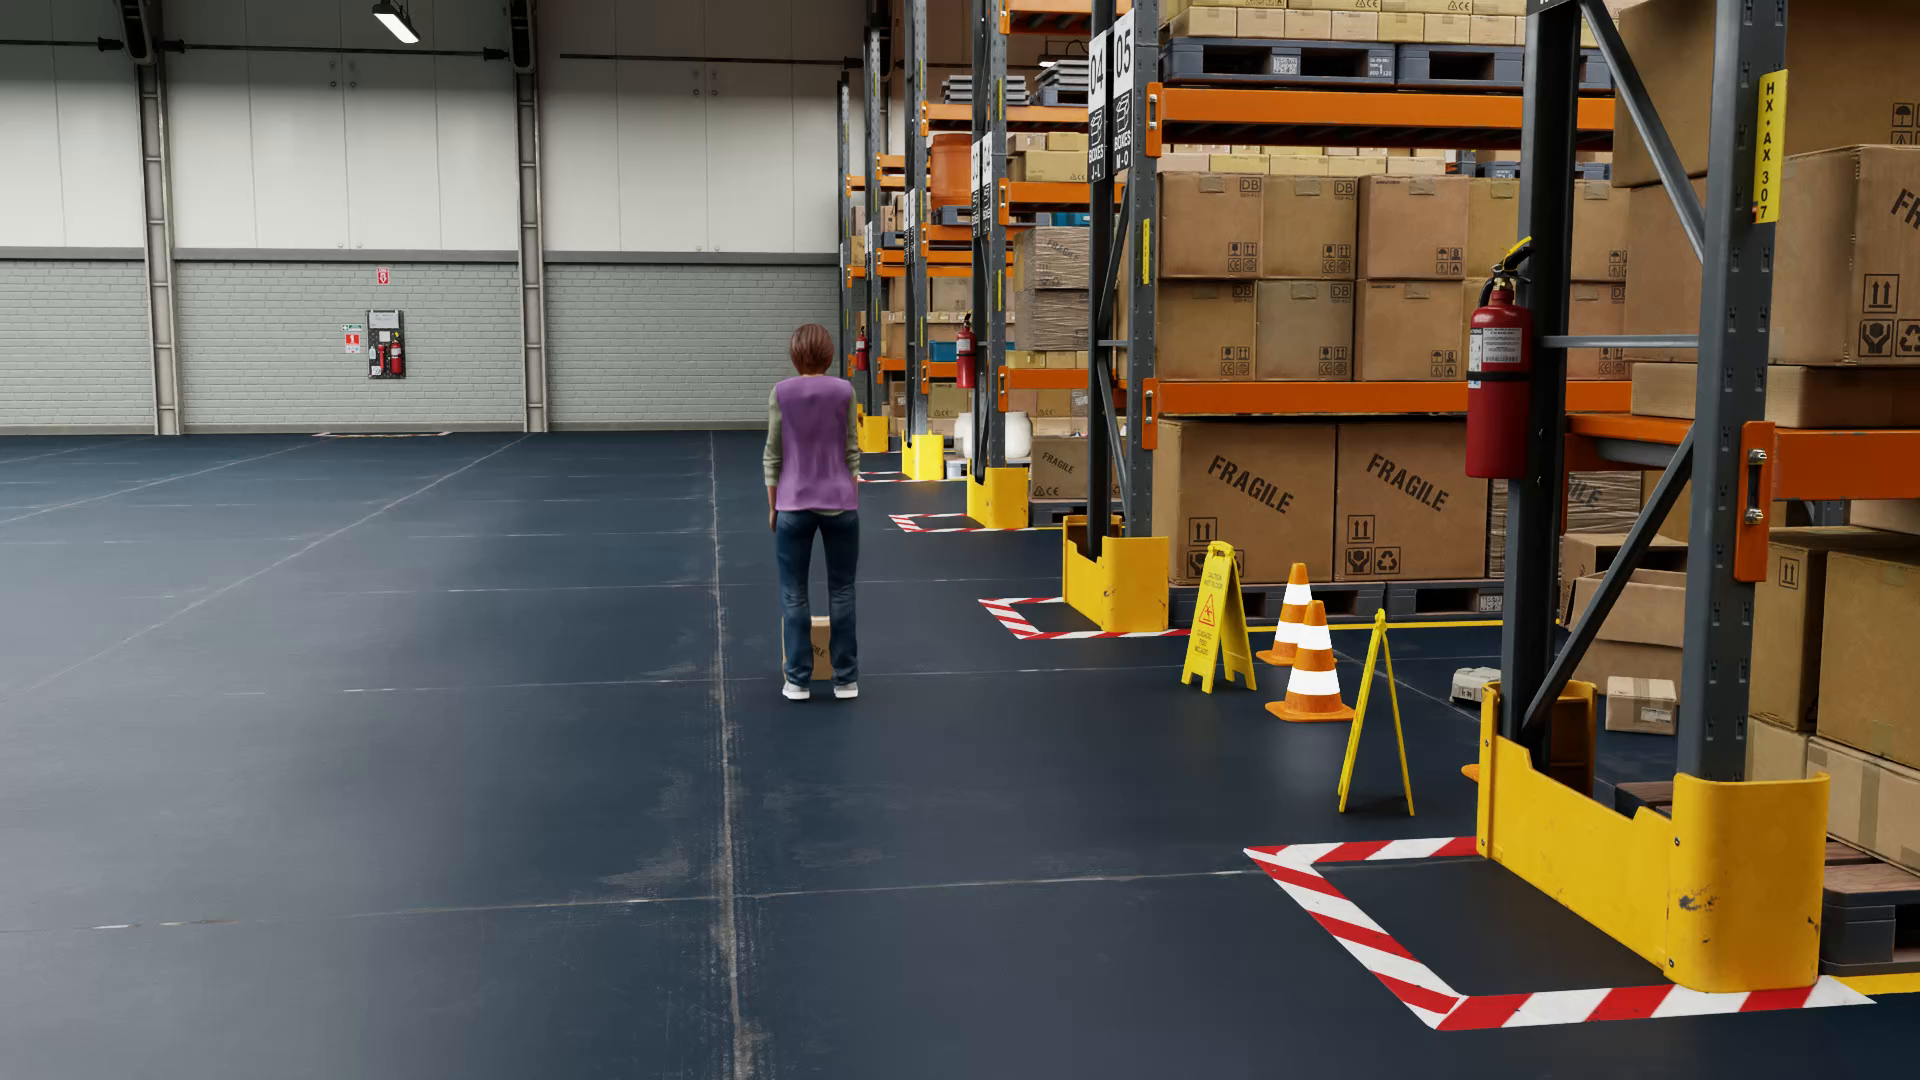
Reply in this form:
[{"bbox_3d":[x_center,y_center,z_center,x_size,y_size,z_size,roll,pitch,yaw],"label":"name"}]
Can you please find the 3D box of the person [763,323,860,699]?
[{"bbox_3d":[-0.625,-0.113,7.034,0.408,1.593,0.301,-1,7,-8],"label":"person"}]
